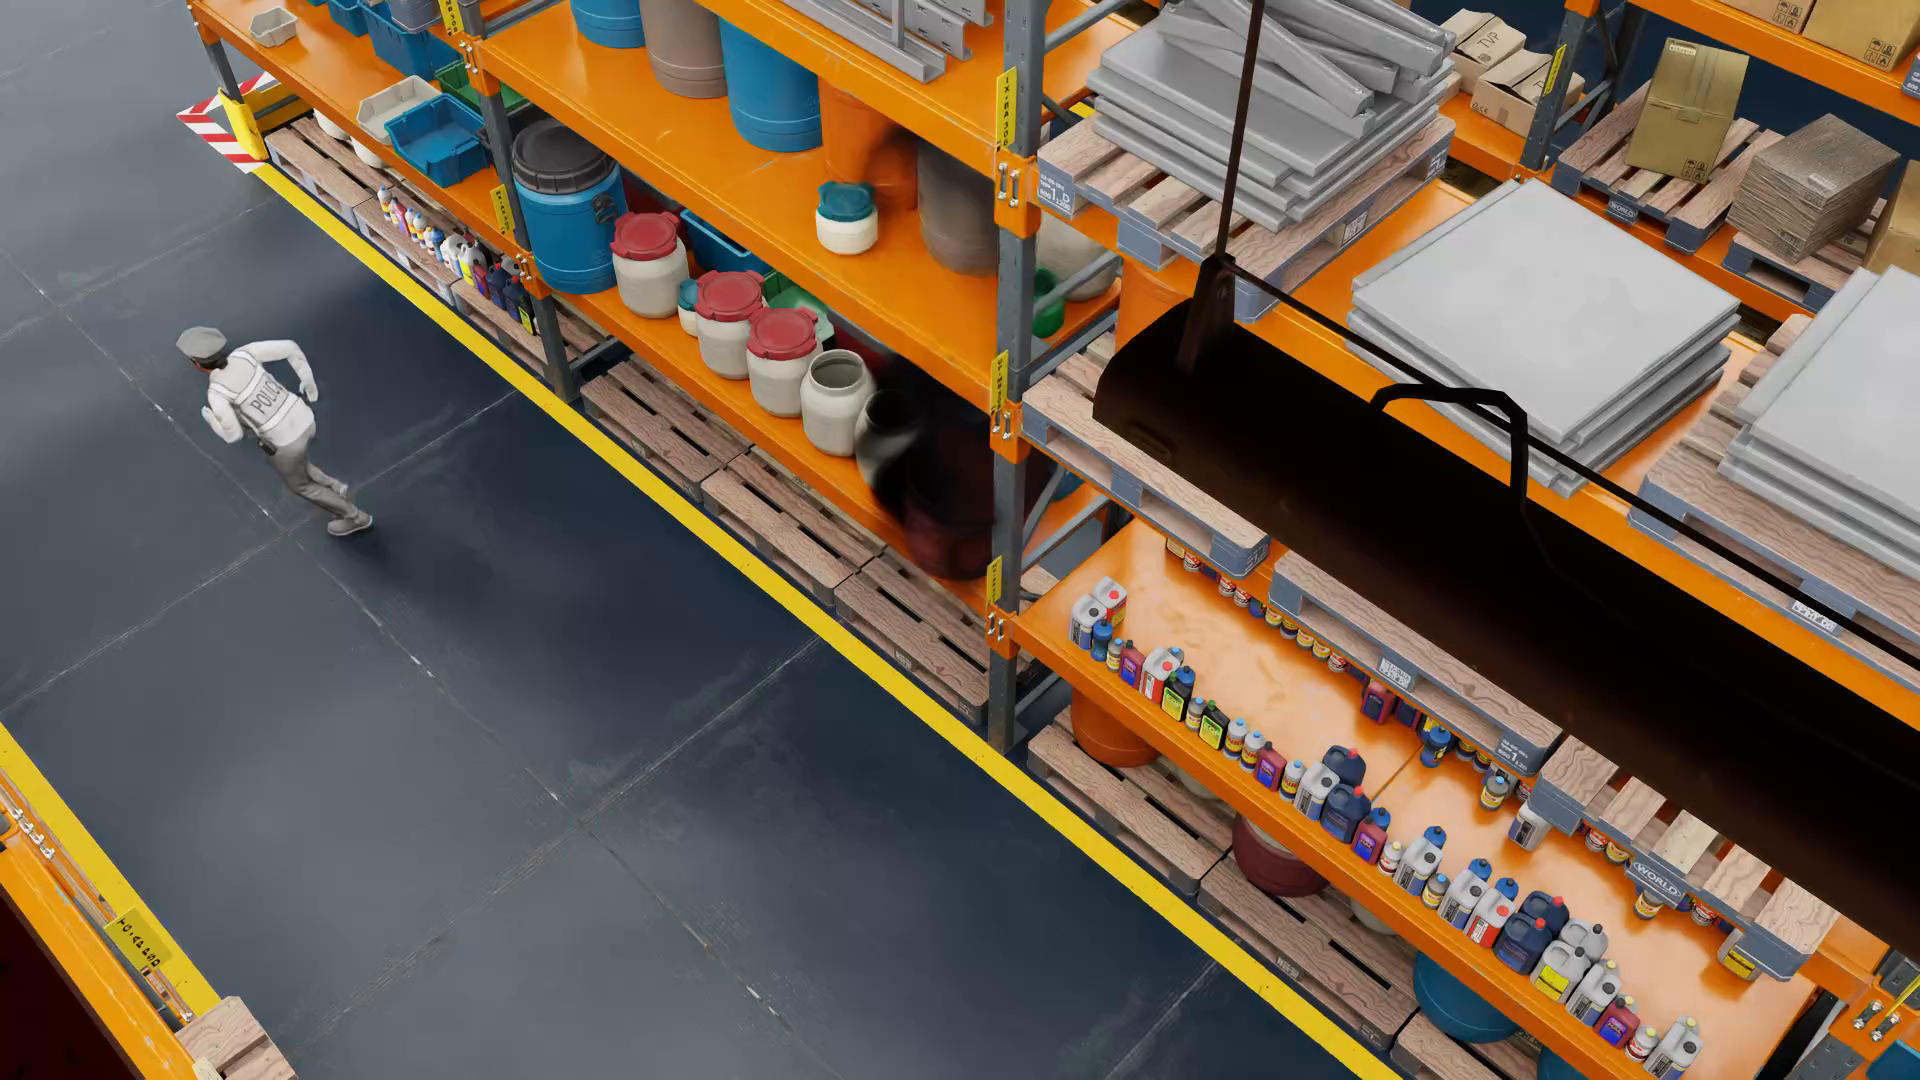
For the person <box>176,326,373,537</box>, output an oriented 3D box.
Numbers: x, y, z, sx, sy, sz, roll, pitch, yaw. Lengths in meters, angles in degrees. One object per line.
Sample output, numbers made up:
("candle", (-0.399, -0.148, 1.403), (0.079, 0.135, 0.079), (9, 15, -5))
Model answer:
("person", (-4.077, -0.658, 9.971), (0.819, 1.495, 0.645), (10, 51, 8))
